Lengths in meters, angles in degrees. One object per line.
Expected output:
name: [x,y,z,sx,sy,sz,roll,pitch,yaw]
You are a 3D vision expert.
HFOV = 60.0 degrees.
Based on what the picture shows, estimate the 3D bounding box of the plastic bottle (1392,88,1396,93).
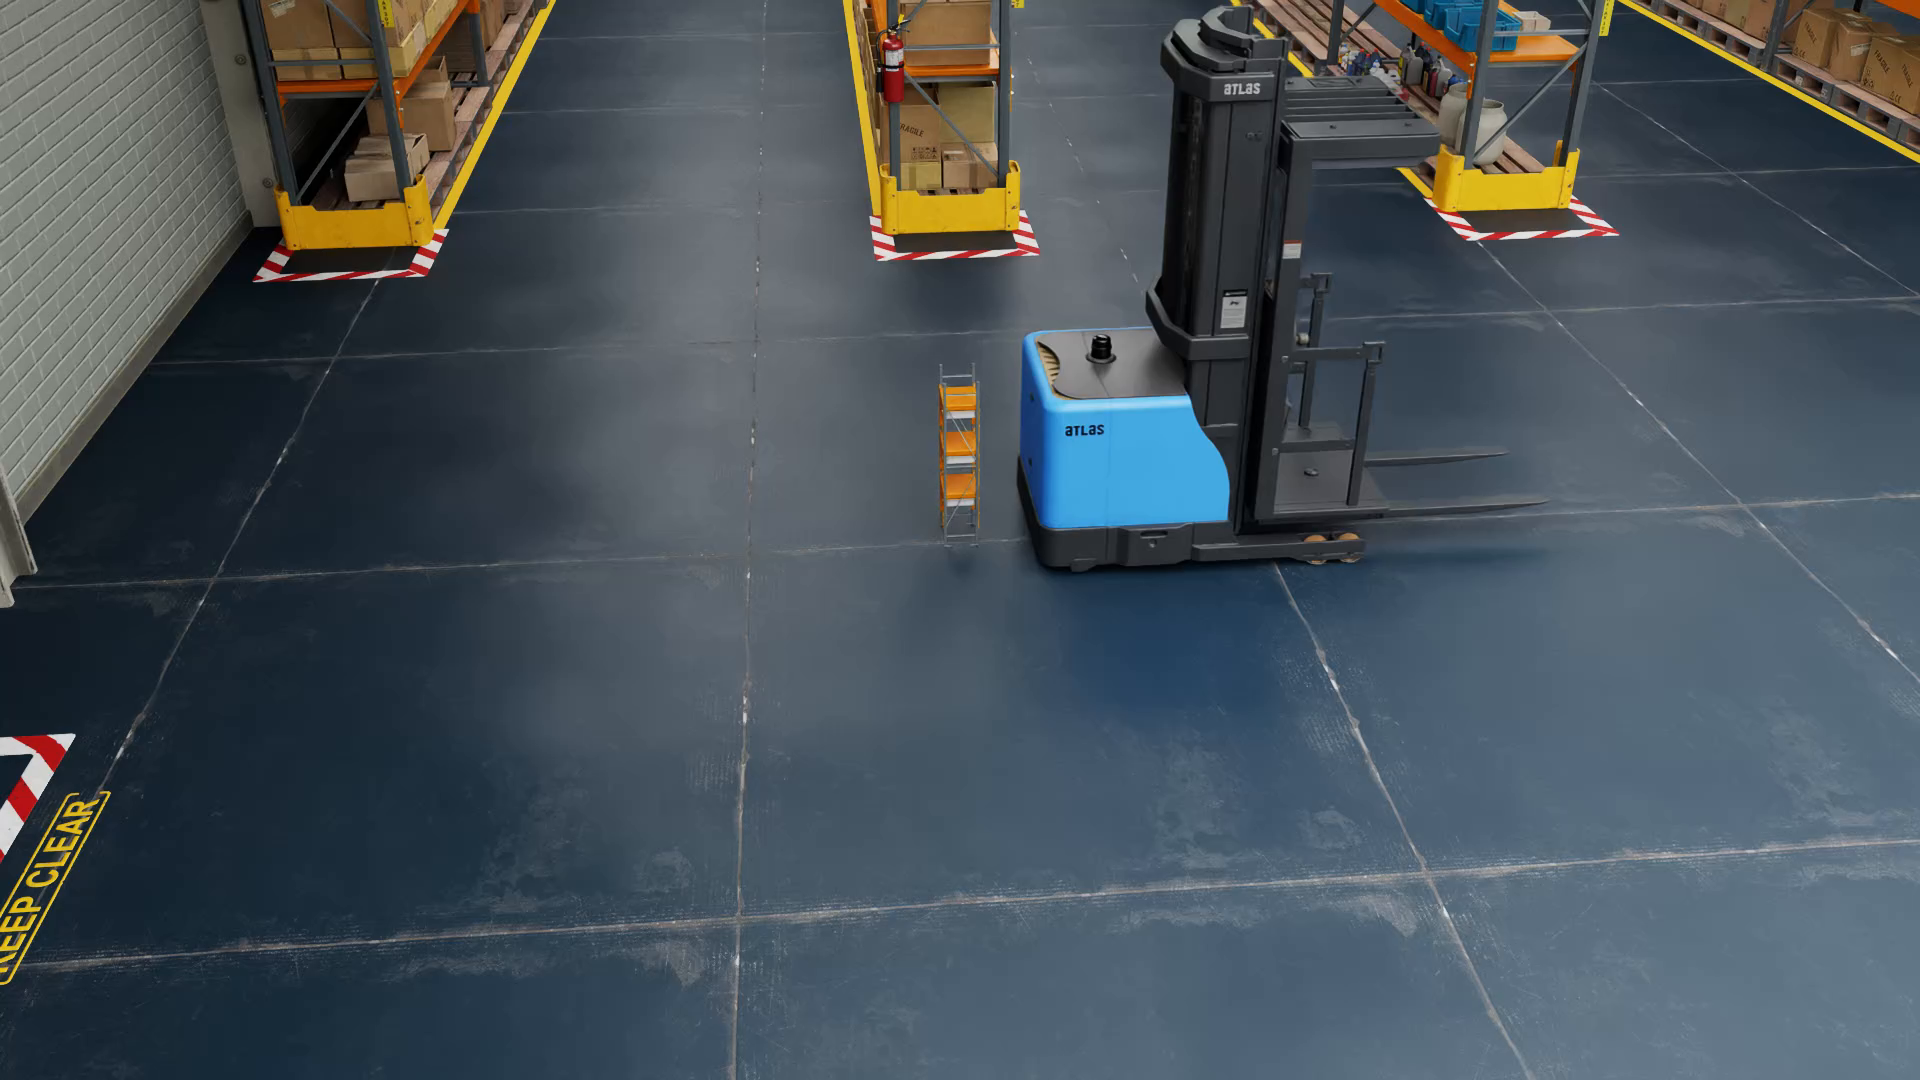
plastic bottle: [4.206,-4.234,16.134,0.061,0.283,0.133,-2,31,-3]

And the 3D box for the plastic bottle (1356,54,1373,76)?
plastic bottle: [4.149,-4.801,17.018,0.144,0.351,0.185,-4,31,-7]

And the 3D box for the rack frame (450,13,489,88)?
rack frame: [-5.394,-5.804,16.541,1.000,3.000,0.127,-3,31,-5]

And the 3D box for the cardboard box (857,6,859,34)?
cardboard box: [-0.930,-6.020,19.175,0.500,0.250,0.500,-2,31,-4]

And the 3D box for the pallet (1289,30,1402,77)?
pallet: [4.357,-5.480,18.719,1.003,0.211,1.213,-3,31,-5]

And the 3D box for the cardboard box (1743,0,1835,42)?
cardboard box: [9.365,-5.946,18.788,0.700,0.500,0.500,-5,31,-8]

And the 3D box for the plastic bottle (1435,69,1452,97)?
plastic bottle: [4.876,-4.637,16.815,0.152,0.276,0.135,-2,31,-4]

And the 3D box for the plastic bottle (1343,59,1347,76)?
plastic bottle: [4.082,-4.978,17.459,0.097,0.201,0.097,0,31,0]

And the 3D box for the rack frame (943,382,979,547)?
rack frame: [0.006,-0.416,9.423,0.200,1.050,0.008,-3,31,-5]

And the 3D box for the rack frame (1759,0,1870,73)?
rack frame: [9.401,-6.515,17.733,1.000,3.000,0.127,-3,31,-5]

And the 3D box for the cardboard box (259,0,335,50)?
cardboard box: [-5.276,-4.258,13.349,0.500,0.500,0.500,-3,31,-5]

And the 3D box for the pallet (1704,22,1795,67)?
pallet: [9.327,-5.716,19.114,1.003,0.211,1.213,-3,31,-5]

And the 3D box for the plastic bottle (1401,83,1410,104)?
plastic bottle: [4.345,-4.311,16.262,0.061,0.283,0.133,-3,31,-5]

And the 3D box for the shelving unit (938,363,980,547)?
shelving unit: [-0.005,-0.478,9.527,0.215,1.050,0.252,-3,31,-5]

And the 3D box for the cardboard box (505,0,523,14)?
cardboard box: [-5.649,-6.596,19.877,0.700,0.500,0.500,-2,31,-4]

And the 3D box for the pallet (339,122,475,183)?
pallet: [-5.179,-3.641,15.640,1.003,0.211,1.213,-3,31,-5]

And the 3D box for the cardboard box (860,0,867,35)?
cardboard box: [-0.841,-5.742,18.163,0.500,0.311,0.500,-2,31,-3]

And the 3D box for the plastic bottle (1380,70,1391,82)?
plastic bottle: [4.206,-4.489,16.496,0.144,0.351,0.185,-2,31,-3]

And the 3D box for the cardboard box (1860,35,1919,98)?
cardboard box: [9.596,-4.811,16.908,0.500,0.500,0.500,-5,31,-9]

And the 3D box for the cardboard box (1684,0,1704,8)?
cardboard box: [9.234,-6.761,20.152,0.700,0.500,0.500,0,31,0]

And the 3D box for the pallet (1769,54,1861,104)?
pallet: [9.499,-4.977,17.877,1.003,0.211,1.213,-3,31,-5]

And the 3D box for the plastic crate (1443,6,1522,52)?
plastic crate: [4.498,-4.413,14.359,0.499,0.251,0.616,-3,31,-5]

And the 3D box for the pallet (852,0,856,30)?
pallet: [-0.798,-6.466,20.369,1.003,0.211,1.213,-3,31,-5]

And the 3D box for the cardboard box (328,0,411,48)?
cardboard box: [-4.766,-4.286,13.396,0.500,0.500,0.500,-3,31,-5]

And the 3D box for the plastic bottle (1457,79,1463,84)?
plastic bottle: [4.943,-4.420,16.457,0.097,0.271,0.097,0,31,0]

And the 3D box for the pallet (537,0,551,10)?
pallet: [-5.767,-7.055,21.355,1.003,0.211,1.213,-3,31,-5]

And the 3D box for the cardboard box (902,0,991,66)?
cardboard box: [-0.120,-4.282,13.897,0.700,0.500,0.500,-3,31,-5]

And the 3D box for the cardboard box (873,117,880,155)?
cardboard box: [-0.540,-3.770,15.409,0.500,0.250,0.500,-3,31,-5]

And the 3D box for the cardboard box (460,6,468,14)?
cardboard box: [-5.524,-5.841,17.881,0.500,0.250,0.500,-3,31,-6]

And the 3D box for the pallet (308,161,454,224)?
pallet: [-5.068,-3.019,14.600,1.003,0.211,1.213,-3,31,-5]

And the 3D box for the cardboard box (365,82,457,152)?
cardboard box: [-5.068,-3.903,15.368,0.700,0.500,0.500,-5,31,-8]

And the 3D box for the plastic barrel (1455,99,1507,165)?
plastic barrel: [4.706,-3.681,15.004,0.421,0.512,0.421,0,31,0]

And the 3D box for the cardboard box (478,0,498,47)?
cardboard box: [-5.585,-5.818,18.574,0.700,0.500,0.500,-2,31,-4]

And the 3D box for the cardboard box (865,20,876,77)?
cardboard box: [-0.676,-4.858,16.499,0.500,0.500,0.500,-3,31,-5]

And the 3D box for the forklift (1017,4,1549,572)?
forklift: [1.898,-1.386,9.212,3.031,2.935,1.130,-3,31,-5]

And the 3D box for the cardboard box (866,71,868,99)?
cardboard box: [-0.679,-4.536,16.691,0.500,0.250,0.500,-3,31,-5]

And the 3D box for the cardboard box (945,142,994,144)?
cardboard box: [0.032,-3.540,15.024,0.500,0.250,0.500,-3,31,-5]

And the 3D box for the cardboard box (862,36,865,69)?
cardboard box: [-0.790,-5.240,17.871,0.500,0.250,0.500,-3,31,-5]

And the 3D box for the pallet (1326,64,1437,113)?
pallet: [4.491,-4.736,17.474,1.003,0.211,1.213,-3,31,-5]

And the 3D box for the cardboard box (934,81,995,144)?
cardboard box: [0.034,-3.862,14.832,0.500,0.500,0.500,-3,31,-5]

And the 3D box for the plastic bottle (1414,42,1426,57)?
plastic bottle: [4.817,-5.015,17.375,0.144,0.351,0.185,-4,31,-6]

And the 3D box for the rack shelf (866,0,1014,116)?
rack shelf: [-0.276,-4.713,15.417,1.077,0.370,4.000,-3,31,-5]

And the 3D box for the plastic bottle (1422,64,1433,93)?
plastic bottle: [4.765,-4.705,16.922,0.061,0.283,0.133,-3,31,-5]

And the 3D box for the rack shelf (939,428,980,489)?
rack shelf: [-0.005,-0.469,9.532,0.215,0.259,0.240,-3,31,-5]

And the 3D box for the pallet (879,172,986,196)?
pallet: [-0.202,-3.192,14.888,1.003,0.211,1.213,-3,31,-5]

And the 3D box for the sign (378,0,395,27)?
sign: [-4.480,-4.159,12.944,0.100,0.325,0.005,-3,31,-5]

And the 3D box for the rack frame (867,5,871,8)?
rack frame: [-0.463,-6.043,16.942,1.000,3.000,0.127,-3,31,-5]

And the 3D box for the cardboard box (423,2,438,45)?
cardboard box: [-4.854,-4.495,14.477,0.500,0.250,0.500,-3,31,-5]

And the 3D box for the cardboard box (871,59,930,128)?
cardboard box: [-0.543,-4.092,15.216,0.500,0.500,0.500,-3,31,-5]

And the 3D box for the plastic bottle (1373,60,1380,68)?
plastic bottle: [4.266,-4.795,17.085,0.097,0.271,0.097,0,31,0]

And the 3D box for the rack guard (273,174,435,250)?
rack guard: [-5.028,-2.727,13.828,1.175,0.500,0.348,-3,31,-5]

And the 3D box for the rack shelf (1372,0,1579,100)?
rack shelf: [4.656,-4.948,15.811,1.077,0.370,4.000,-3,31,-5]
